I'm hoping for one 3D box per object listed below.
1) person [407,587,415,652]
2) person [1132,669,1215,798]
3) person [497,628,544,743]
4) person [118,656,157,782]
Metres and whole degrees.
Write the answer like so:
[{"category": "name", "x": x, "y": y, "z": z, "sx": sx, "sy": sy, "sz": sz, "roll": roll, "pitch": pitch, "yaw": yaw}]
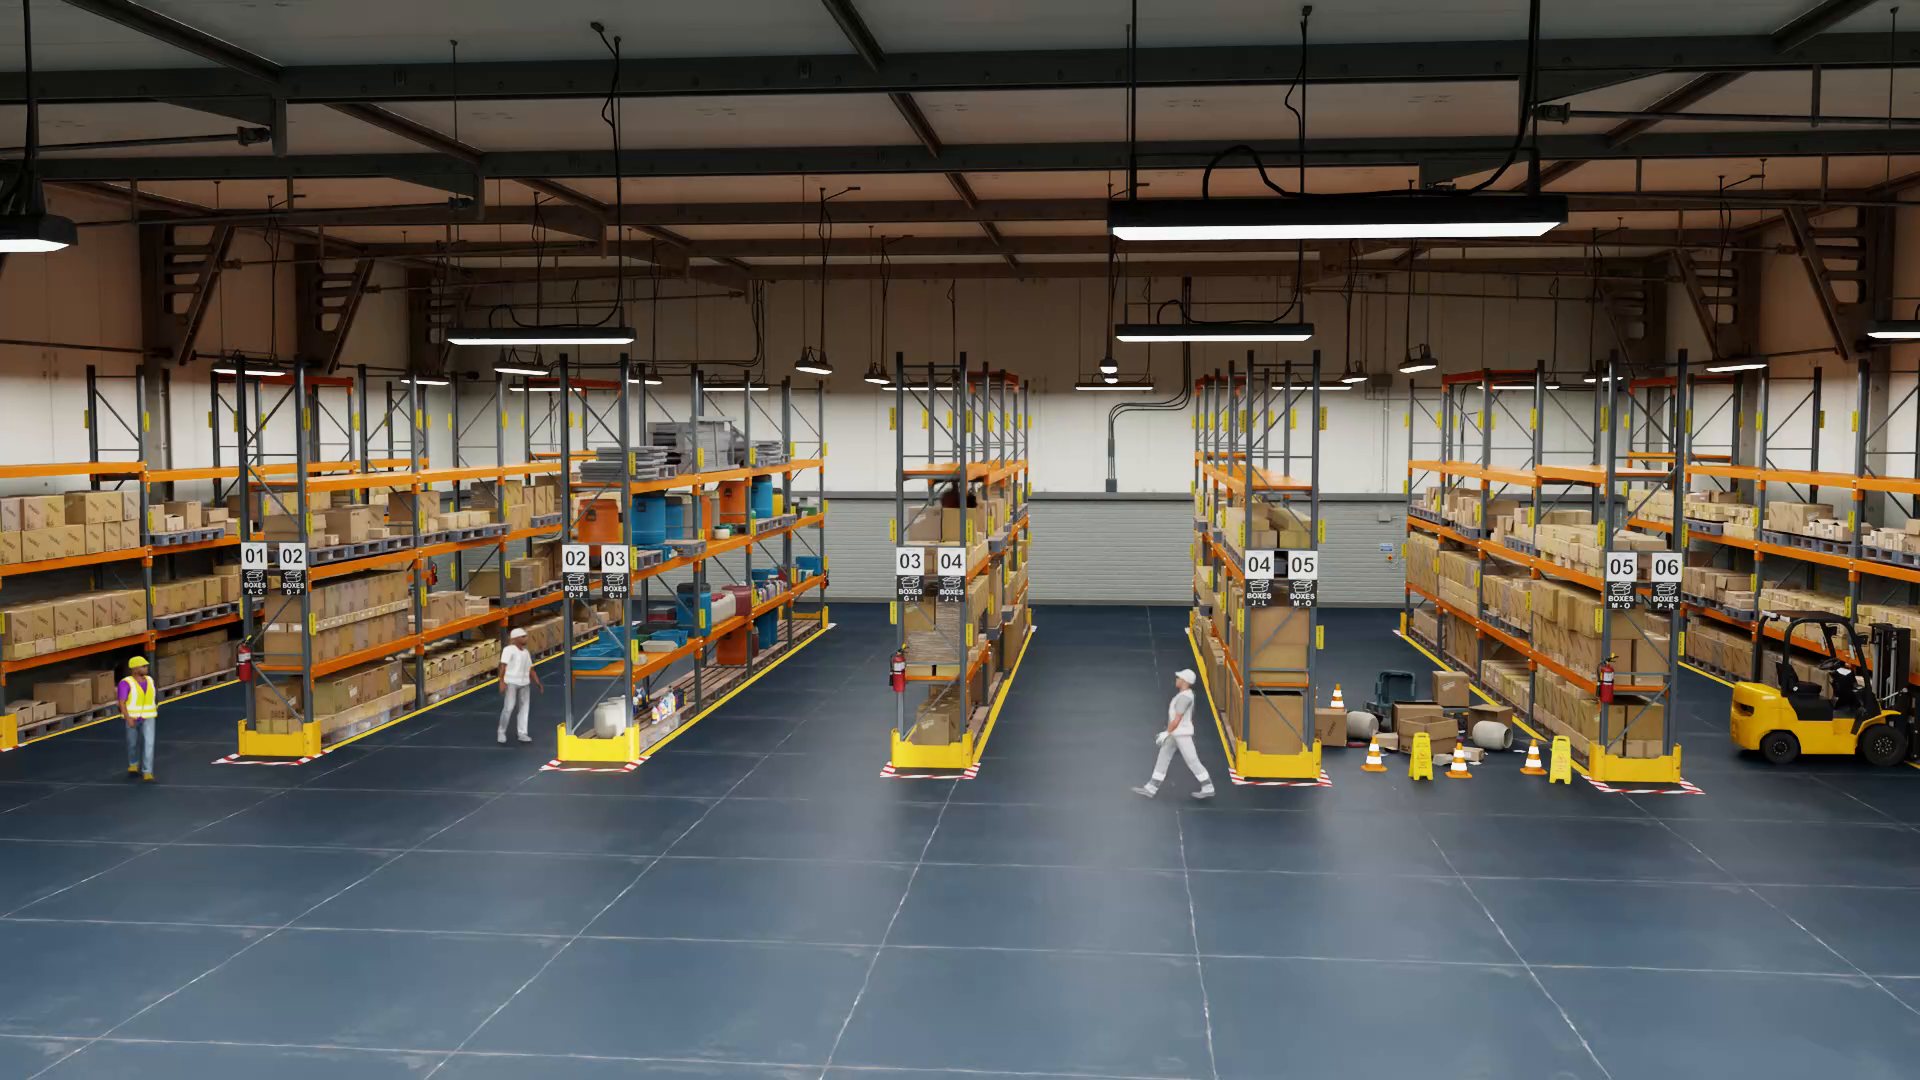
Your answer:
[{"category": "person", "x": -10.988, "y": 1.769, "z": 33.527, "sx": 0.398, "sy": 1.681, "sz": 0.539, "roll": 0, "pitch": 4, "yaw": 0}, {"category": "person", "x": 2.836, "y": 2.565, "z": 21.923, "sx": 1.041, "sy": 1.731, "sz": 0.525, "roll": -1, "pitch": 4, "yaw": -11}, {"category": "person", "x": -6.930, "y": 2.285, "z": 26.039, "sx": 0.497, "sy": 1.769, "sz": 0.711, "roll": 3, "pitch": 5, "yaw": 39}, {"category": "person", "x": -11.481, "y": 2.493, "z": 23.224, "sx": 0.491, "sy": 1.722, "sz": 1.062, "roll": -2, "pitch": 5, "yaw": -27}]
